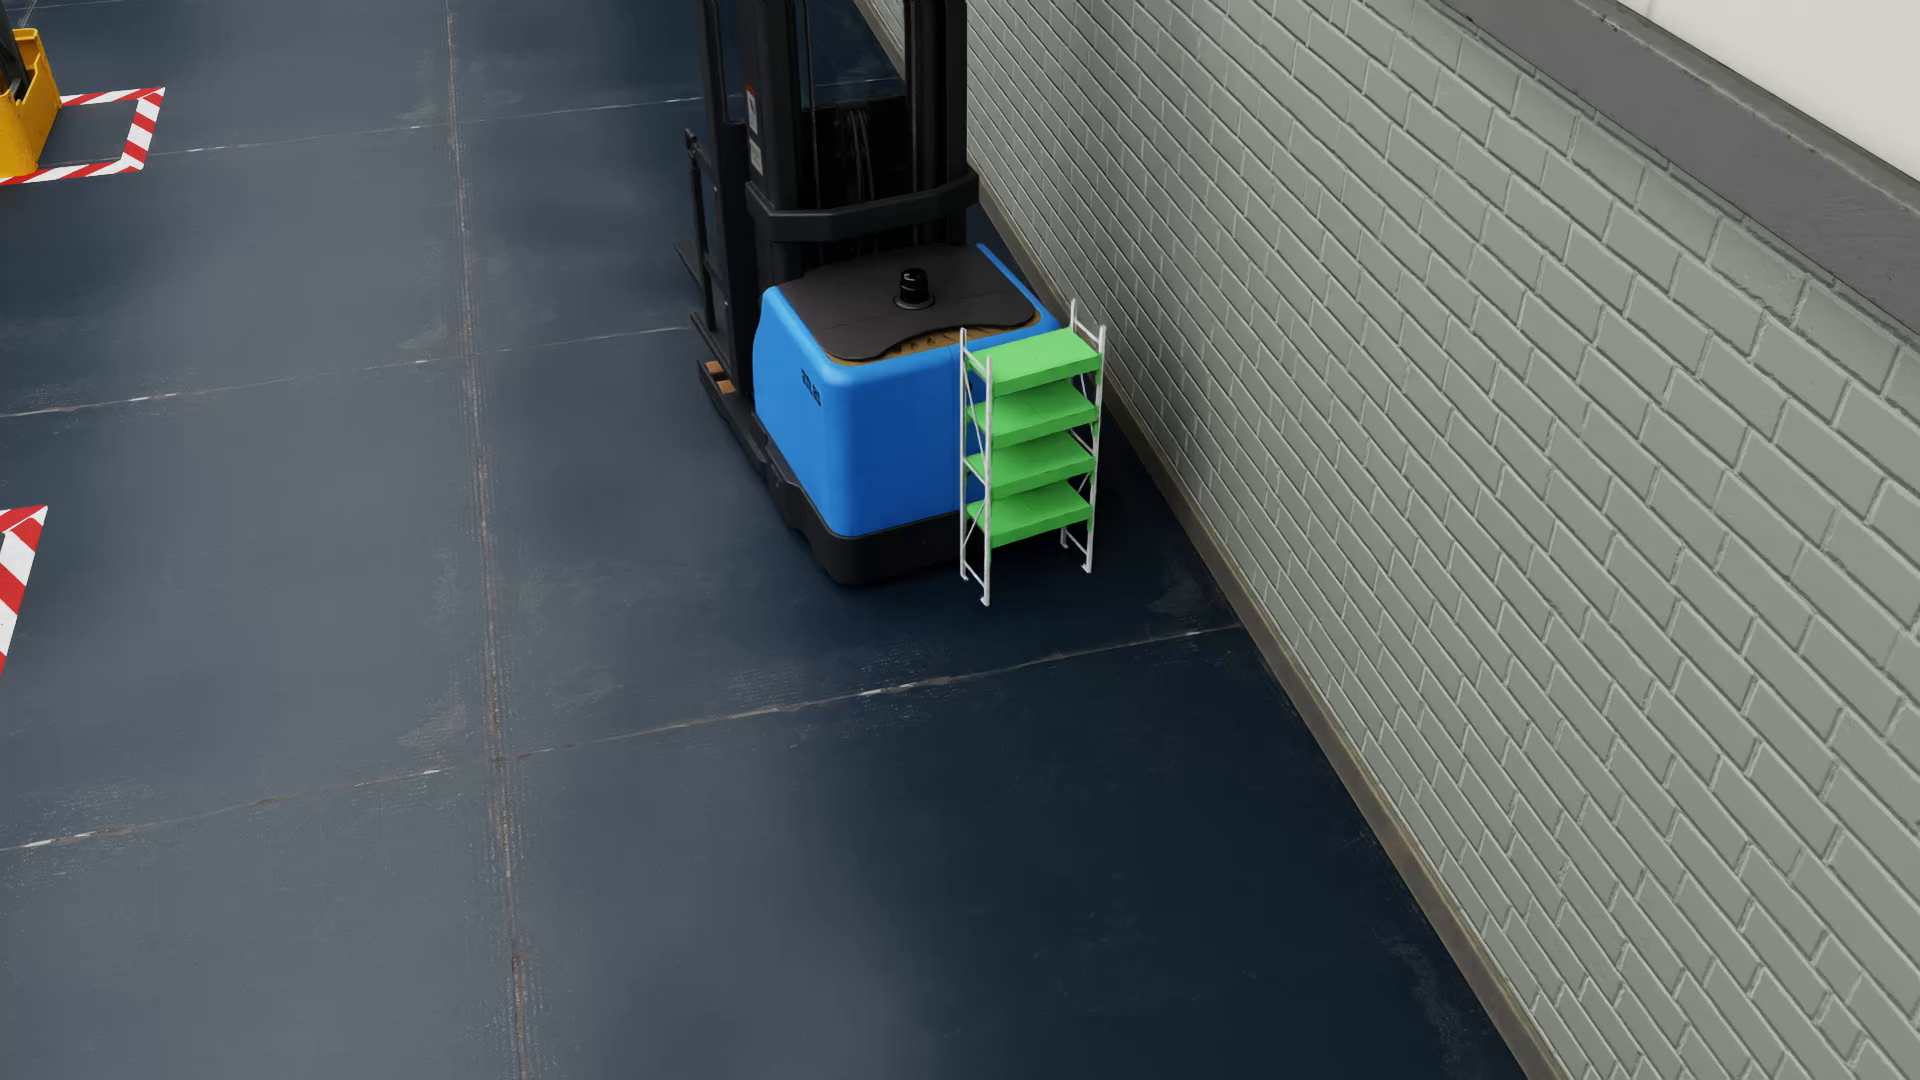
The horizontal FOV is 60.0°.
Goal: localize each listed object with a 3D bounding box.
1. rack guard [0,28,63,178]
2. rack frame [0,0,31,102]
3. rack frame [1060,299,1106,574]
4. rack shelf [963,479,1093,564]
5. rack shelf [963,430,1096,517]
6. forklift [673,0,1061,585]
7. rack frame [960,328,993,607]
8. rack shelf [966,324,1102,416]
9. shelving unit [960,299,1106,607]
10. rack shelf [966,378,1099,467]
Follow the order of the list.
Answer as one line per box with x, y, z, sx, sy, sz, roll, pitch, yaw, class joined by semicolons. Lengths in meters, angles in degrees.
-5.977;-2.749;10.432;0.348;0.500;1.175;-9;38;-12;rack guard
-6.000;-3.738;9.667;0.127;3.000;1.000;-9;38;-12;rack frame
0.497;-0.400;6.785;0.015;1.200;0.240;-17;41;-21;rack frame
0.279;-0.091;6.882;0.480;0.148;0.258;-17;41;-21;rack shelf
0.279;-0.282;6.736;0.480;0.148;0.258;-17;41;-21;rack shelf
-0.636;-1.870;7.283;1.130;2.935;3.031;-15;40;-19;forklift
0.061;-0.266;6.610;0.015;1.200;0.240;-17;41;-21;rack frame
0.279;-0.663;6.445;0.480;0.148;0.258;-17;41;-21;rack shelf
0.279;-0.333;6.697;0.503;1.200;0.258;-17;41;-21;shelving unit
0.279;-0.473;6.590;0.480;0.148;0.258;-17;41;-21;rack shelf
